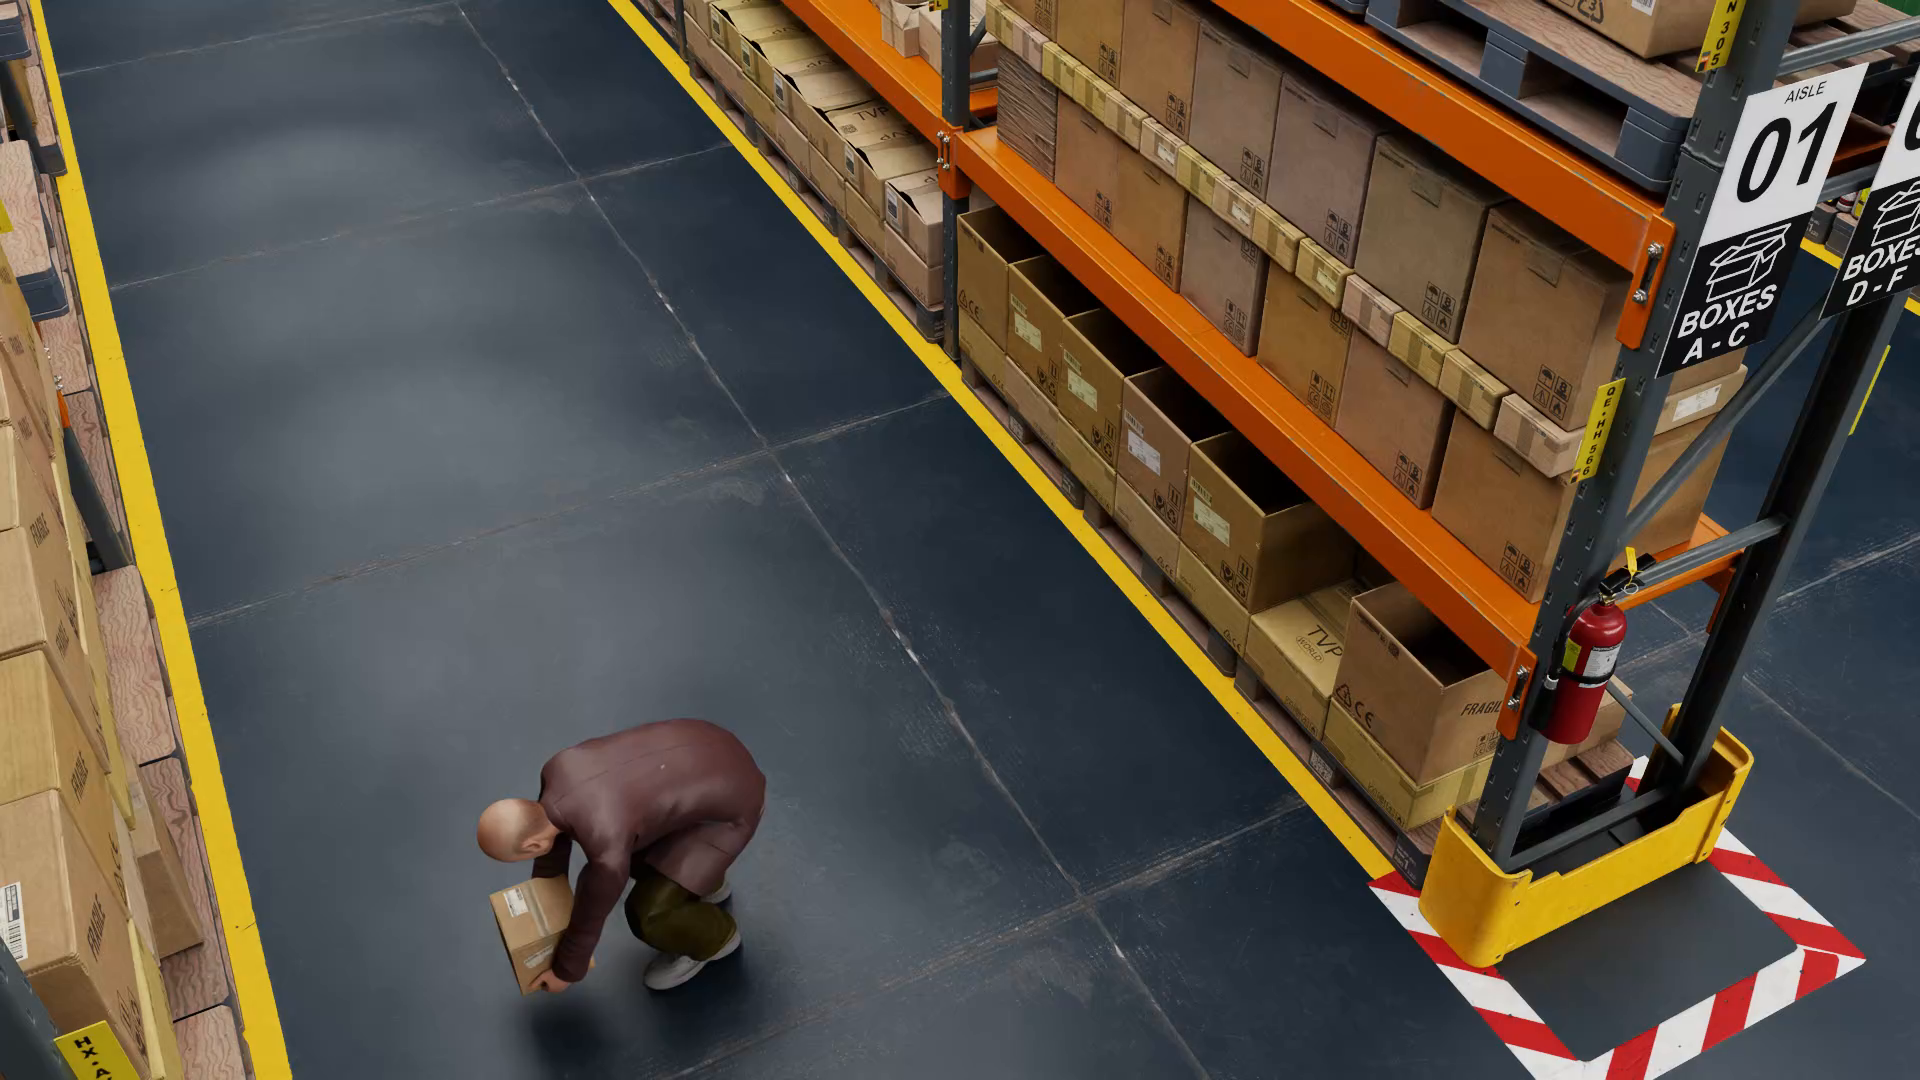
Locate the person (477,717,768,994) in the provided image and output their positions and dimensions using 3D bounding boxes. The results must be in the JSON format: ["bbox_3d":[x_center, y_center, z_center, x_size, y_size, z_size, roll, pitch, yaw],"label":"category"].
[{"bbox_3d":[-1.078,1.058,5.524,0.935,1.014,0.587,-21,45,-22],"label":"person"}]
